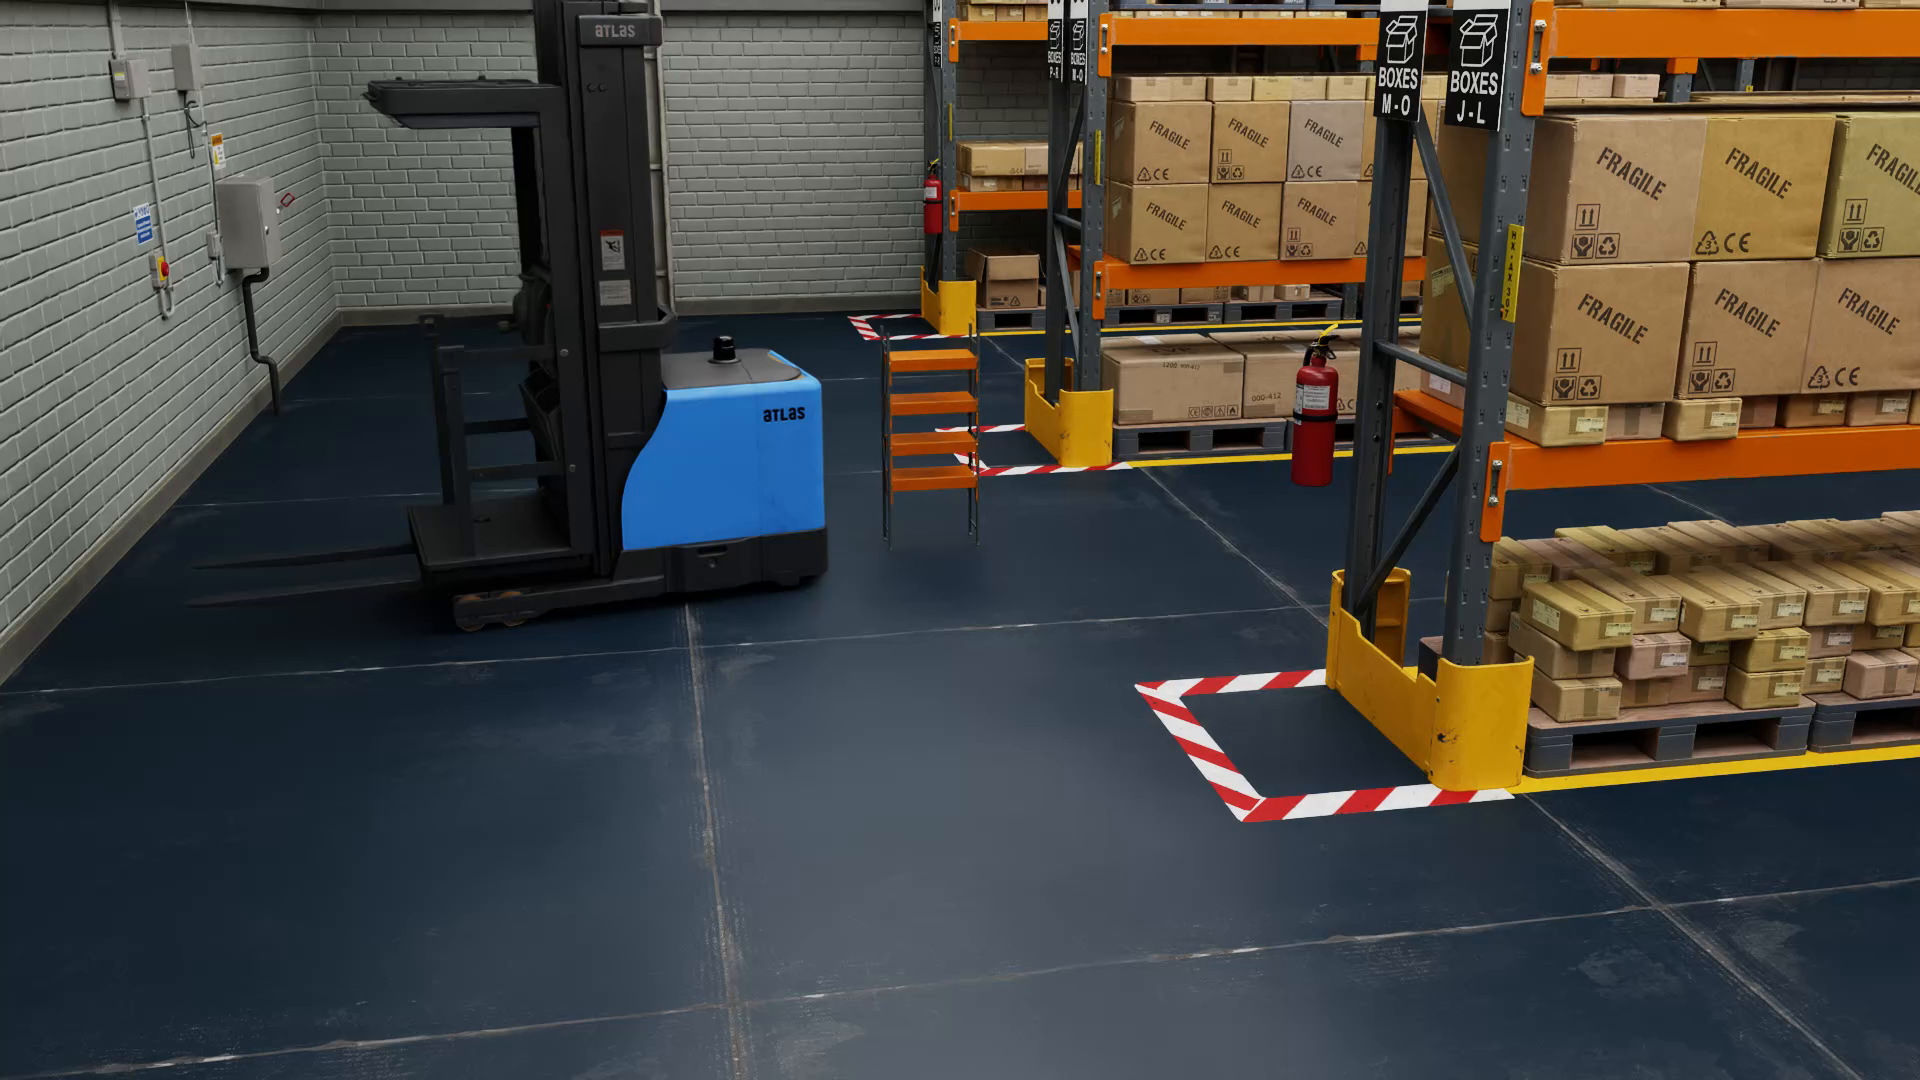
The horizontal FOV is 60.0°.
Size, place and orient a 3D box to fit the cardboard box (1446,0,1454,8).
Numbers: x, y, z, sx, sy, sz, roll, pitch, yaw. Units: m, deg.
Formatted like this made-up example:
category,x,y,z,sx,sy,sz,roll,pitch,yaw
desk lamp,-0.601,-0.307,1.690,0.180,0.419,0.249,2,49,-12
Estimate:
category,x,y,z,sx,sy,sz,roll,pitch,yaw
cardboard box,2.188,-2.123,6.262,0.500,0.250,0.500,-4,17,-12

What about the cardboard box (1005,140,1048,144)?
category,x,y,z,sx,sy,sz,roll,pitch,yaw
cardboard box,0.715,-3.712,16.038,0.500,0.250,0.500,-3,17,-10

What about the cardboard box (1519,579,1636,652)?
category,x,y,z,sx,sy,sz,roll,pitch,yaw
cardboard box,2.370,0.287,6.395,0.250,0.149,0.380,-4,18,-13

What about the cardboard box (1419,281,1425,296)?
category,x,y,z,sx,sy,sz,roll,pitch,yaw
cardboard box,4.774,-2.735,16.648,0.500,0.500,0.500,-3,17,-11

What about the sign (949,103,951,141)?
category,x,y,z,sx,sy,sz,roll,pitch,yaw
sign,-0.089,-3.769,14.999,0.005,0.325,0.100,-3,17,-10

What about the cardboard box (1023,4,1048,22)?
category,x,y,z,sx,sy,sz,roll,pitch,yaw
cardboard box,0.672,-4.807,15.174,0.250,0.149,0.380,-3,17,-10

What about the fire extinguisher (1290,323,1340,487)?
category,x,y,z,sx,sy,sz,roll,pitch,yaw
fire extinguisher,1.456,-0.563,6.803,0.183,0.674,0.296,-3,17,-10

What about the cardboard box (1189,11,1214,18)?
category,x,y,z,sx,sy,sz,roll,pitch,yaw
cardboard box,2.175,-4.883,15.420,0.250,0.149,0.380,-3,17,-10

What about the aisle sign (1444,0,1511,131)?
category,x,y,z,sx,sy,sz,roll,pitch,yaw
aisle sign,1.776,-1.811,5.673,0.004,0.787,0.394,-3,17,-10

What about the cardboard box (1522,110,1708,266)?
category,x,y,z,sx,sy,sz,roll,pitch,yaw
cardboard box,2.282,-1.276,5.976,0.500,0.500,0.500,-3,17,-11

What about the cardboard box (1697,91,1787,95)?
category,x,y,z,sx,sy,sz,roll,pitch,yaw
cardboard box,5.578,-2.957,11.958,0.500,0.500,0.500,-3,17,-9

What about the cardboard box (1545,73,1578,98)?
category,x,y,z,sx,sy,sz,roll,pitch,yaw
cardboard box,3.912,-3.036,11.109,0.250,0.149,0.380,-3,17,-10

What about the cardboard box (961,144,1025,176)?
category,x,y,z,sx,sy,sz,roll,pitch,yaw
cardboard box,0.304,-3.529,15.443,0.500,0.250,0.500,-3,17,-10

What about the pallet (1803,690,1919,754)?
category,x,y,z,sx,sy,sz,roll,pitch,yaw
pallet,3.866,0.567,7.105,1.213,0.211,1.003,-3,17,-10

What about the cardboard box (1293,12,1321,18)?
category,x,y,z,sx,sy,sz,roll,pitch,yaw
cardboard box,3.197,-4.930,15.573,0.250,0.149,0.380,-3,17,-11

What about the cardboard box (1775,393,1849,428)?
category,x,y,z,sx,sy,sz,roll,pitch,yaw
cardboard box,3.187,-0.550,6.423,0.250,0.149,0.380,-3,17,-11

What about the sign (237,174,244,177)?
category,x,y,z,sx,sy,sz,roll,pitch,yaw
sign,-5.331,-2.459,12.371,0.001,0.494,0.329,-3,17,-10

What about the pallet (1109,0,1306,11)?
category,x,y,z,sx,sy,sz,roll,pitch,yaw
pallet,1.479,-3.516,10.694,1.213,0.211,1.003,-3,17,-10

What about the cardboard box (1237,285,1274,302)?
category,x,y,z,sx,sy,sz,roll,pitch,yaw
cardboard box,2.893,-2.492,16.259,0.258,0.266,0.396,-3,17,-8

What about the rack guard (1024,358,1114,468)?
category,x,y,z,sx,sy,sz,roll,pitch,yaw
rack guard,0.729,-0.884,11.340,0.348,0.500,1.175,-3,17,-10

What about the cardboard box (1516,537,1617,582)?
category,x,y,z,sx,sy,sz,roll,pitch,yaw
cardboard box,2.521,0.118,6.944,0.250,0.149,0.380,-3,17,-9

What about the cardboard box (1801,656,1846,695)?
category,x,y,z,sx,sy,sz,roll,pitch,yaw
cardboard box,3.354,0.488,6.756,0.250,0.149,0.380,-3,17,-10

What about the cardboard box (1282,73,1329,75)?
category,x,y,z,sx,sy,sz,roll,pitch,yaw
cardboard box,2.310,-3.081,11.256,0.250,0.149,0.380,-3,17,-9

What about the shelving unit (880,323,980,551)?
category,x,y,z,sx,sy,sz,roll,pitch,yaw
shelving unit,-0.163,-0.564,9.106,0.503,1.200,0.258,-3,17,-10

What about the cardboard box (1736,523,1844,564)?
category,x,y,z,sx,sy,sz,roll,pitch,yaw
cardboard box,3.550,0.058,7.143,0.250,0.149,0.380,-4,17,-12

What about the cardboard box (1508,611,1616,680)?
category,x,y,z,sx,sy,sz,roll,pitch,yaw
cardboard box,2.354,0.405,6.517,0.250,0.149,0.380,-3,17,-8

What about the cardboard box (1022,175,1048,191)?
category,x,y,z,sx,sy,sz,roll,pitch,yaw
cardboard box,0.675,-3.383,15.644,0.250,0.149,0.380,-3,17,-11

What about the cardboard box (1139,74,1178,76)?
category,x,y,z,sx,sy,sz,roll,pitch,yaw
cardboard box,1.312,-3.015,11.042,0.250,0.149,0.380,-3,17,-9

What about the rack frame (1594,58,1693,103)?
category,x,y,z,sx,sy,sz,roll,pitch,yaw
rack frame,4.680,-2.303,11.702,0.127,3.000,1.000,-3,17,-10

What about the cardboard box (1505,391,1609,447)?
category,x,y,z,sx,sy,sz,roll,pitch,yaw
cardboard box,2.171,-0.463,6.137,0.250,0.149,0.380,-3,17,-11

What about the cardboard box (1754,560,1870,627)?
category,x,y,z,sx,sy,sz,roll,pitch,yaw
cardboard box,3.392,0.210,6.647,0.250,0.149,0.380,-3,17,-8

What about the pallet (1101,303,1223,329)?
category,x,y,z,sx,sy,sz,roll,pitch,yaw
pallet,1.860,-2.294,16.422,1.213,0.211,1.003,-3,17,-10

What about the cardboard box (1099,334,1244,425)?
category,x,y,z,sx,sy,sz,roll,pitch,yaw
cardboard box,1.382,-1.122,11.505,0.875,0.438,0.875,-4,17,-12

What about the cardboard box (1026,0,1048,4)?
category,x,y,z,sx,sy,sz,roll,pitch,yaw
cardboard box,0.790,-4.996,15.108,0.500,0.250,0.500,-3,17,-9

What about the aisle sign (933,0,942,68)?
category,x,y,z,sx,sy,sz,roll,pitch,yaw
aisle sign,-0.204,-4.666,14.965,0.004,0.787,0.394,-3,17,-10

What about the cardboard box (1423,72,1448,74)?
category,x,y,z,sx,sy,sz,roll,pitch,yaw
cardboard box,3.308,-3.149,11.476,0.250,0.149,0.380,-4,17,-12

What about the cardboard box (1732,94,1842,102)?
category,x,y,z,sx,sy,sz,roll,pitch,yaw
cardboard box,5.661,-2.807,11.469,0.500,0.500,0.500,-3,17,-11

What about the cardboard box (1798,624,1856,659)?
category,x,y,z,sx,sy,sz,roll,pitch,yaw
cardboard box,3.372,0.342,6.723,0.250,0.149,0.380,-4,18,-13

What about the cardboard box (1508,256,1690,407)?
category,x,y,z,sx,sy,sz,roll,pitch,yaw
cardboard box,2.284,-0.795,6.113,0.500,0.500,0.500,-2,17,-8

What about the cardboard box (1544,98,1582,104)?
category,x,y,z,sx,sy,sz,roll,pitch,yaw
cardboard box,3.770,-2.697,11.112,0.500,0.500,0.500,-3,17,-11

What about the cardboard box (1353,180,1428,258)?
category,x,y,z,sx,sy,sz,roll,pitch,yaw
cardboard box,2.762,-2.164,11.080,0.500,0.500,0.500,-3,17,-9

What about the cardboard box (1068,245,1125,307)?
category,x,y,z,sx,sy,sz,roll,pitch,yaw
cardboard box,1.273,-2.560,16.081,0.500,0.500,0.700,-3,17,-8

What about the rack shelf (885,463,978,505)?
category,x,y,z,sx,sy,sz,roll,pitch,yaw
rack shelf,-0.163,-0.310,9.184,0.480,0.148,0.258,-3,17,-10

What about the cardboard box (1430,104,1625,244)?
category,x,y,z,sx,sy,sz,roll,pitch,yaw
cardboard box,2.193,-1.424,6.461,0.500,0.500,0.500,-4,17,-12

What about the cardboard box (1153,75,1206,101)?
category,x,y,z,sx,sy,sz,roll,pitch,yaw
cardboard box,1.398,-2.892,10.639,0.250,0.149,0.380,-3,17,-9

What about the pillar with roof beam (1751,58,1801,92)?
category,x,y,z,sx,sy,sz,roll,pitch,yaw
pillar with roof beam,9.588,-5.916,13.247,0.400,9.000,9.100,-3,17,-10

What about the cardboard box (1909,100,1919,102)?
category,x,y,z,sx,sy,sz,roll,pitch,yaw
cardboard box,4.223,-1.543,6.846,0.500,0.500,0.500,-3,17,-10

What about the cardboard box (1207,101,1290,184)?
category,x,y,z,sx,sy,sz,roll,pitch,yaw
cardboard box,1.784,-2.582,10.735,0.500,0.500,0.500,-4,17,-12

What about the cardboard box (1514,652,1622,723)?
category,x,y,z,sx,sy,sz,roll,pitch,yaw
cardboard box,2.366,0.566,6.501,0.250,0.149,0.380,-3,17,-9

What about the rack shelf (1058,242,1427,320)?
category,x,y,z,sx,sy,sz,roll,pitch,yaw
rack shelf,2.717,-1.848,11.445,4.000,0.370,1.077,-3,17,-10

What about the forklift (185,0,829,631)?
category,x,y,z,sx,sy,sz,roll,pitch,yaw
forklift,-2.248,-1.143,8.042,3.031,2.935,1.130,-7,18,-21

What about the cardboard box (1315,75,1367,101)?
category,x,y,z,sx,sy,sz,roll,pitch,yaw
cardboard box,2.431,-2.924,10.746,0.250,0.149,0.380,-3,17,-10

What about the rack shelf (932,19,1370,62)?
category,x,y,z,sx,sy,sz,roll,pitch,yaw
rack shelf,1.771,-4.713,15.663,4.000,0.370,1.077,-3,17,-10
